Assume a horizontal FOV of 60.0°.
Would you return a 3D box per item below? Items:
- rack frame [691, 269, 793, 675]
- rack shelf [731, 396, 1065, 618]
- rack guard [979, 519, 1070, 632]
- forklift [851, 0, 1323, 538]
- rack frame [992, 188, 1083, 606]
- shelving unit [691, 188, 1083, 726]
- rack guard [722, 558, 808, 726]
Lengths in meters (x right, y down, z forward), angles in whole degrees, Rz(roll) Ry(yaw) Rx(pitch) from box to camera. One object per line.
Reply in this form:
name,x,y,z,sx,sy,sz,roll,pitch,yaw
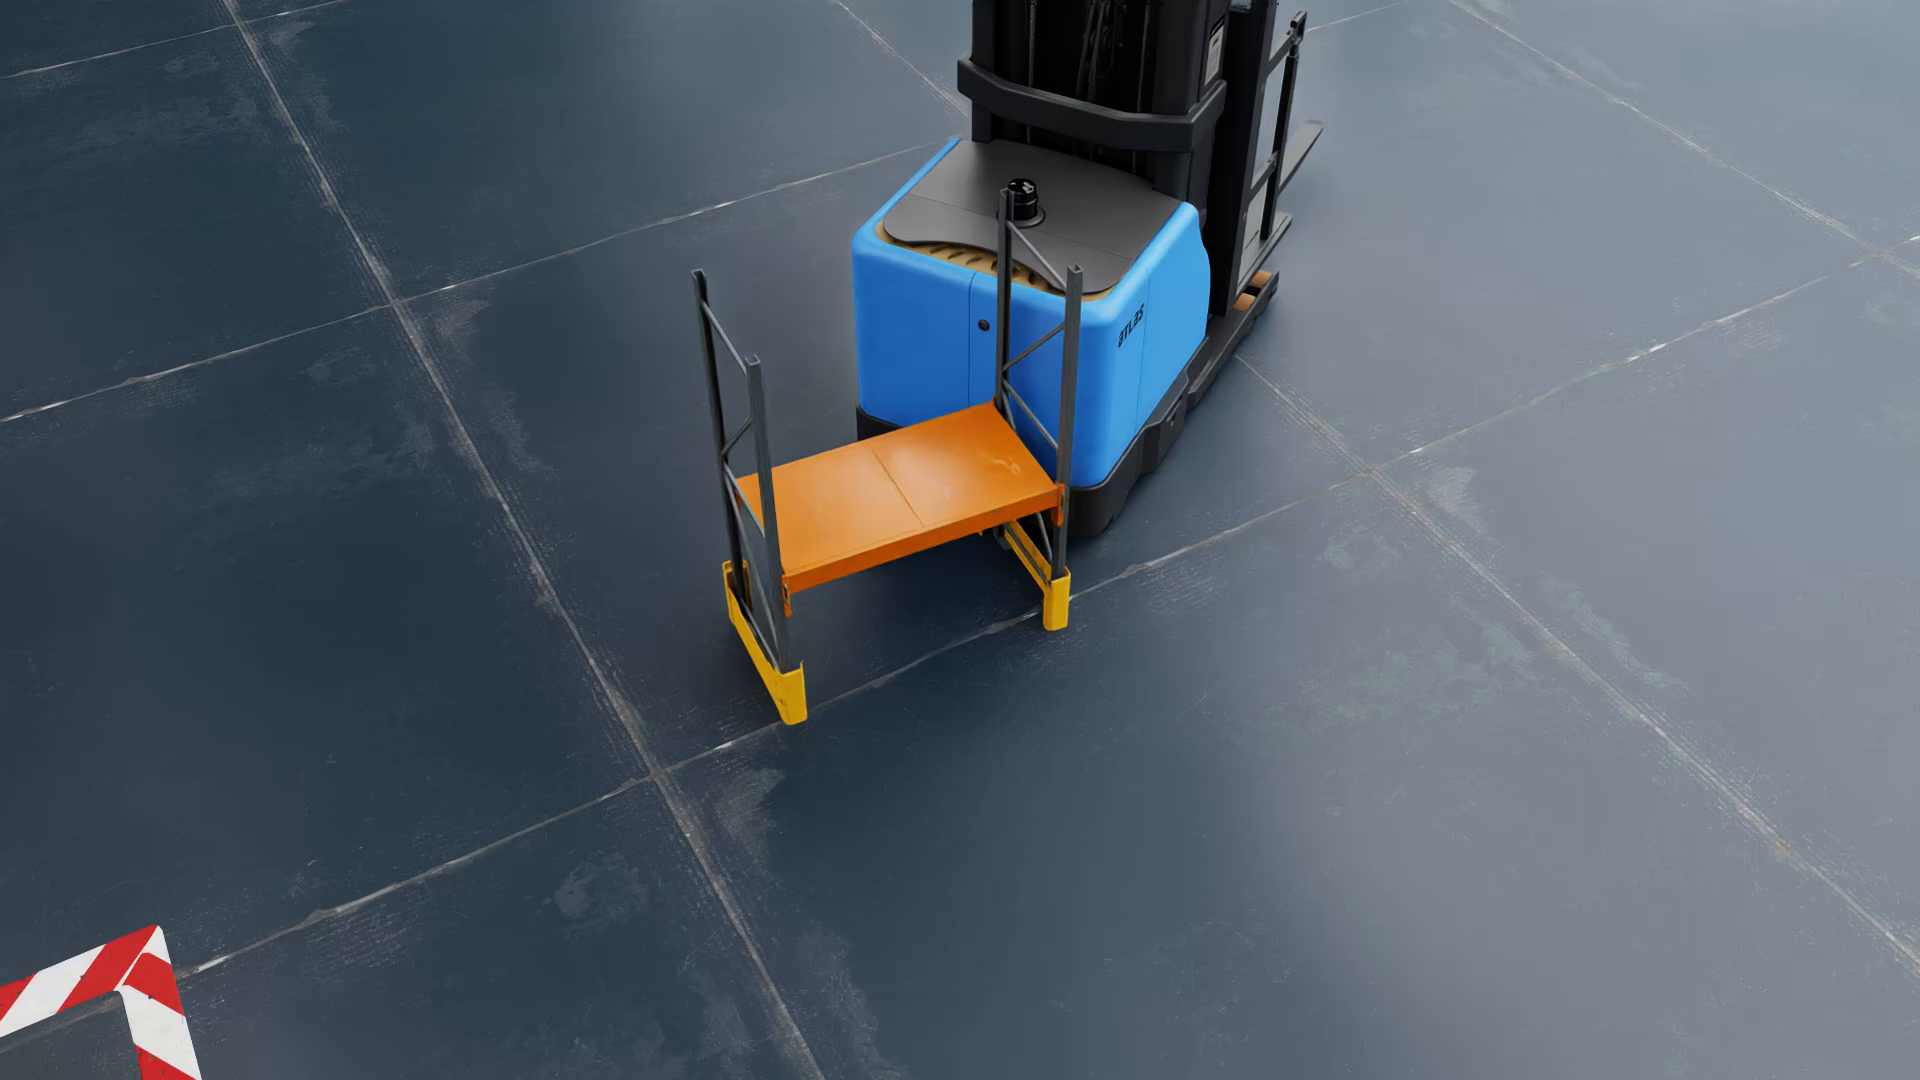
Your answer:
rack frame,-0.673,-0.105,5.281,0.032,1.500,0.500,-18,47,-18
rack shelf,-0.215,-0.128,5.563,1.000,0.185,0.538,-18,47,-18
rack guard,0.226,0.044,6.025,0.087,0.250,0.587,-18,47,-18
forklift,0.739,-2.084,6.293,1.130,2.935,3.031,20,48,20
rack frame,0.244,-0.410,5.596,0.032,1.500,0.500,-18,47,-18
shelving unit,-0.223,-0.255,5.435,1.083,1.500,0.587,-18,47,-18
rack guard,-0.672,0.344,5.716,0.087,0.250,0.587,-18,47,-18
